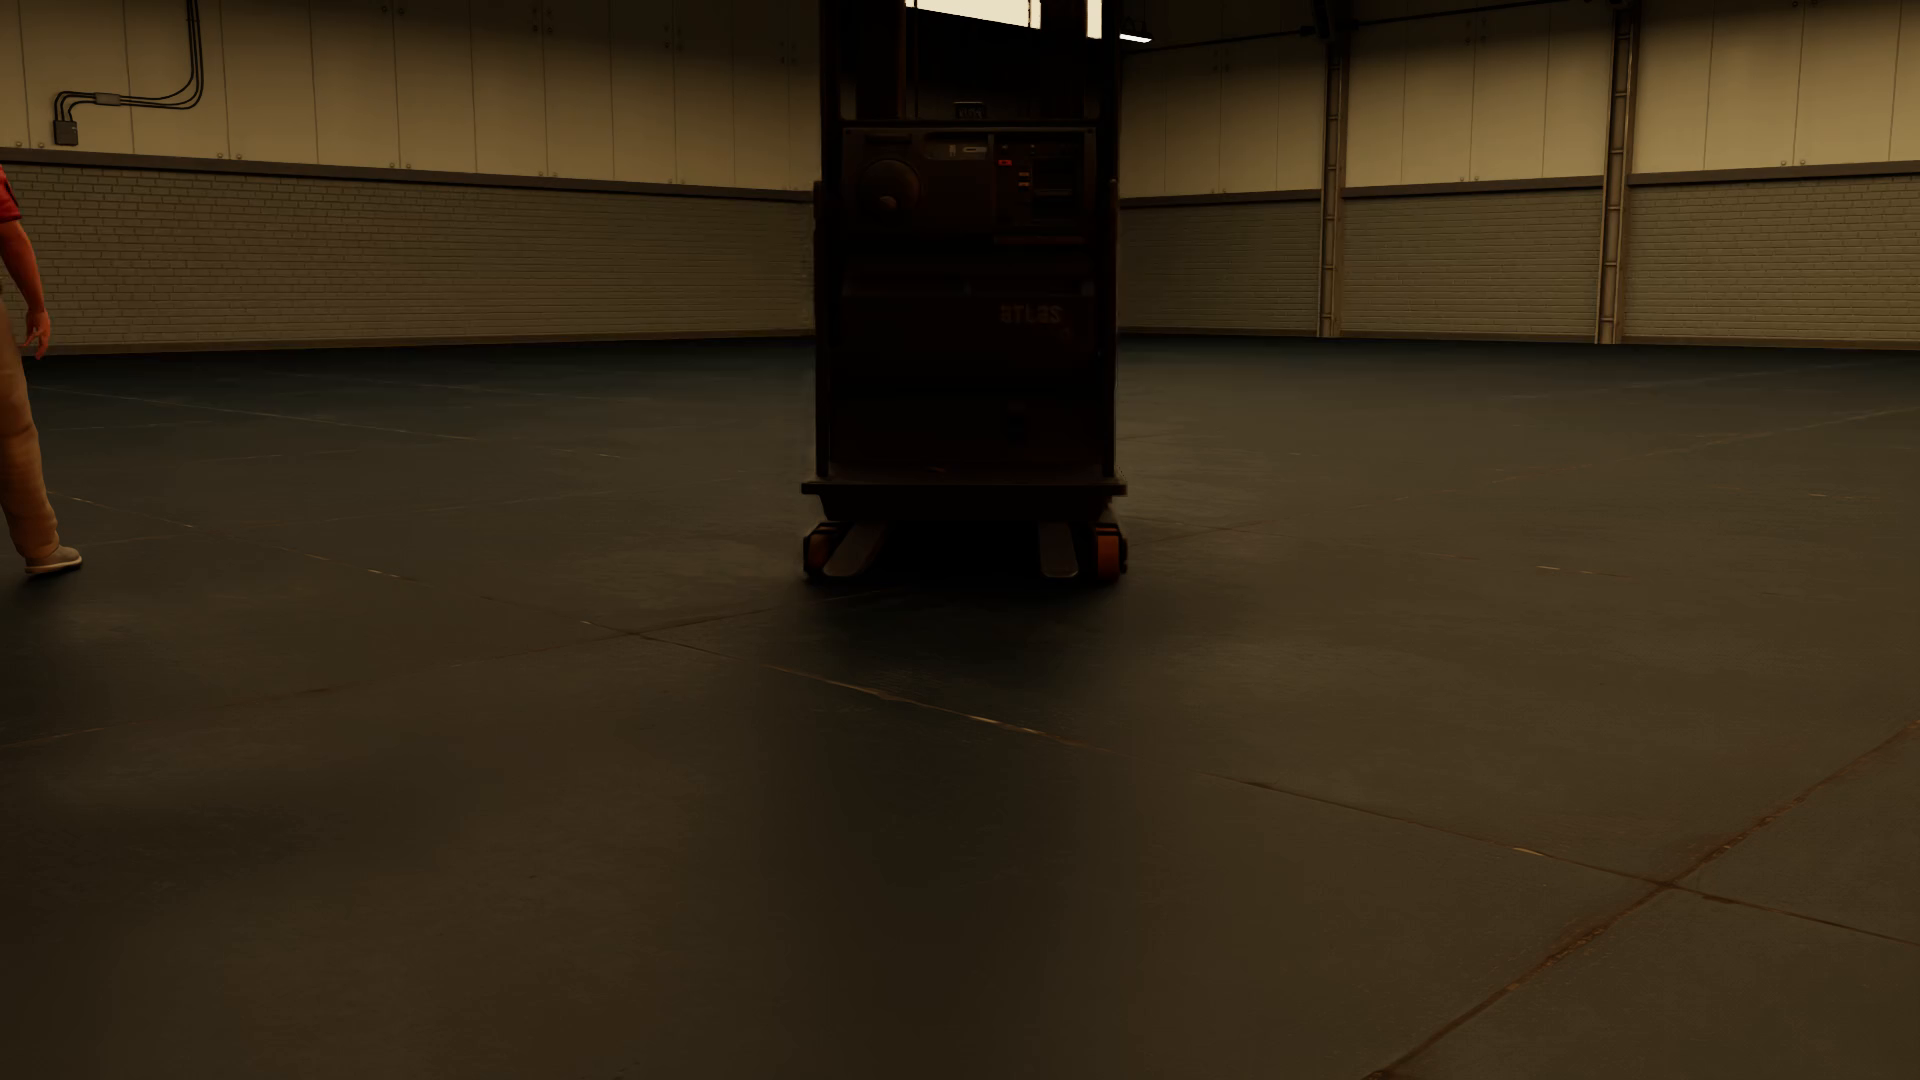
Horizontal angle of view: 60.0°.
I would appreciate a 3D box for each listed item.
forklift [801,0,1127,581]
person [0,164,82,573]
[{"bbox_3d":[0.026,-1.353,5.857,1.130,2.935,3.031,0,9,2],"label":"forklift"},{"bbox_3d":[-3.429,-0.720,5.644,0.638,1.727,0.553,-3,9,-20],"label":"person"}]
